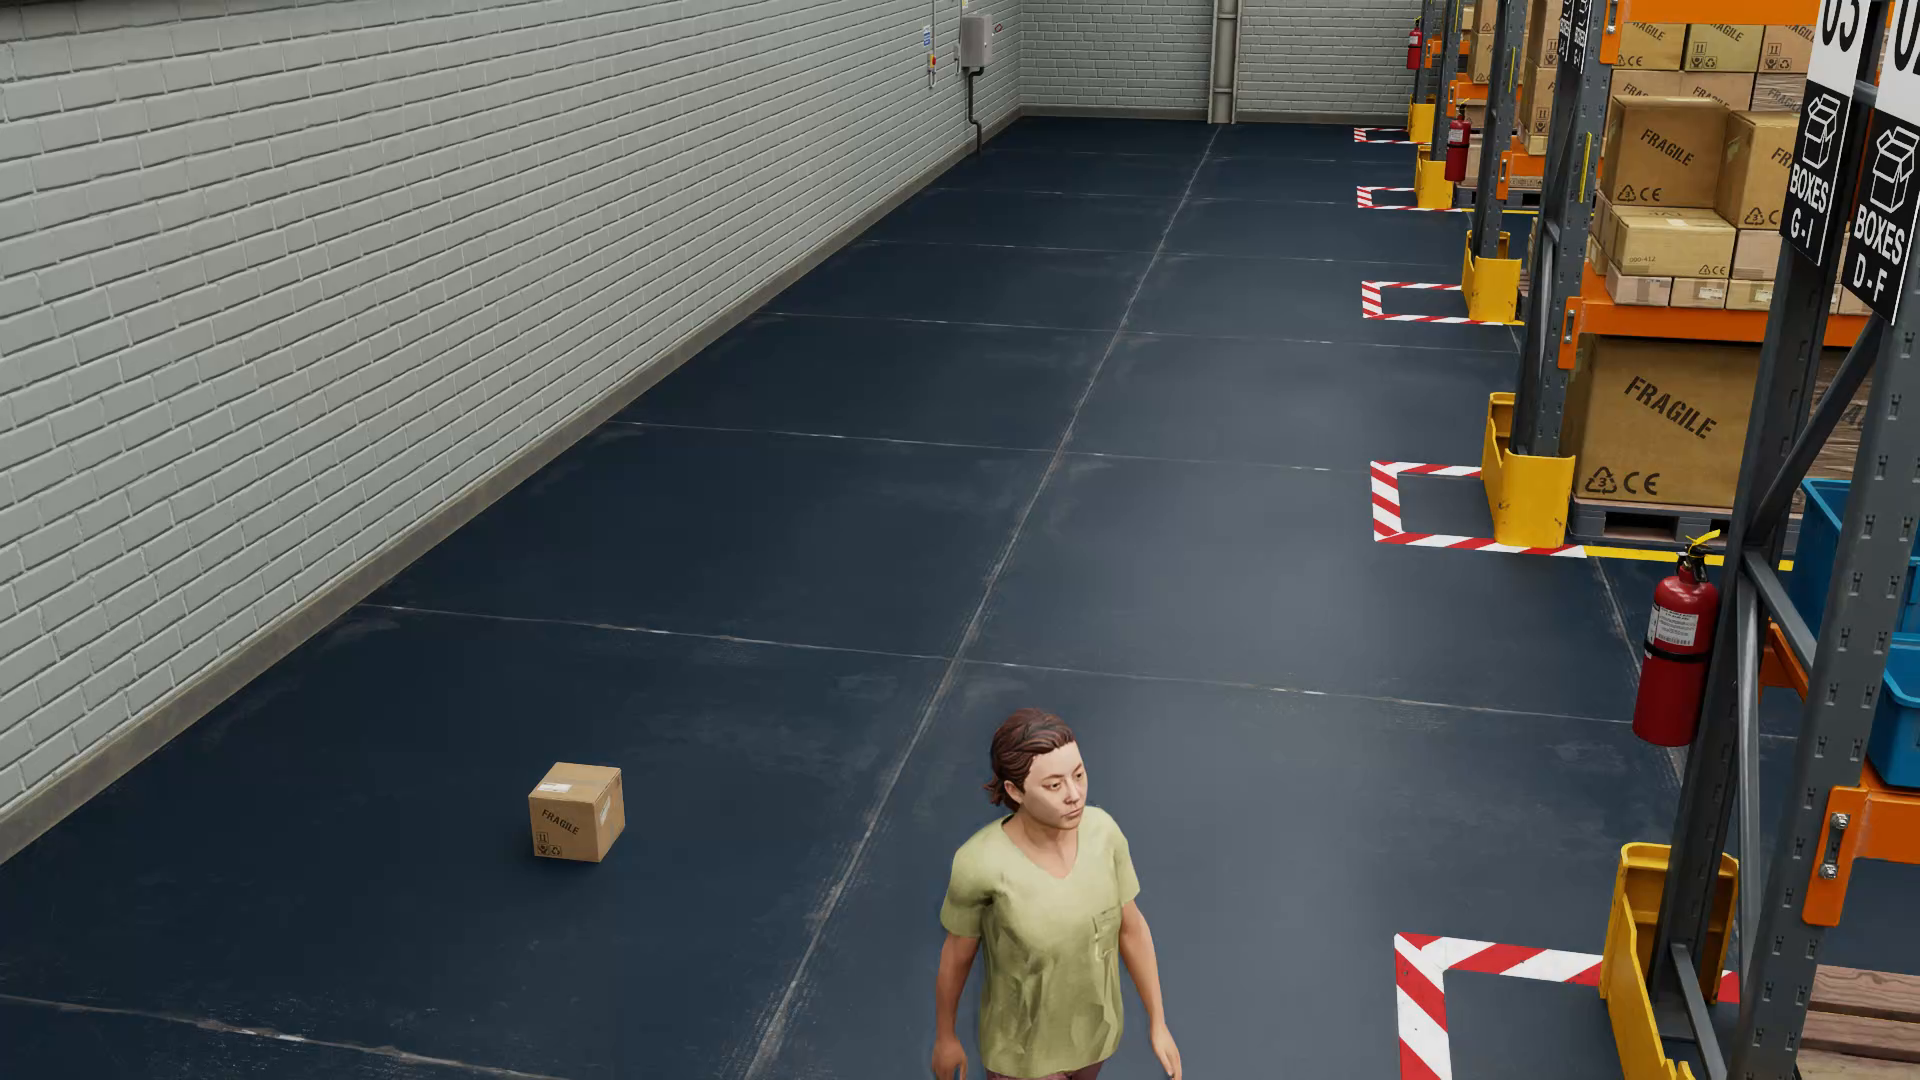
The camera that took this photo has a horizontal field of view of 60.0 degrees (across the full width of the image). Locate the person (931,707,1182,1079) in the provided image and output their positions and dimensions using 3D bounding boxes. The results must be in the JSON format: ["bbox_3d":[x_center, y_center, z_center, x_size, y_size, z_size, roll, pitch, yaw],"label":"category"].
[{"bbox_3d":[0.240,1.137,3.724,0.466,1.614,1.020,-13,25,-29],"label":"person"}]
